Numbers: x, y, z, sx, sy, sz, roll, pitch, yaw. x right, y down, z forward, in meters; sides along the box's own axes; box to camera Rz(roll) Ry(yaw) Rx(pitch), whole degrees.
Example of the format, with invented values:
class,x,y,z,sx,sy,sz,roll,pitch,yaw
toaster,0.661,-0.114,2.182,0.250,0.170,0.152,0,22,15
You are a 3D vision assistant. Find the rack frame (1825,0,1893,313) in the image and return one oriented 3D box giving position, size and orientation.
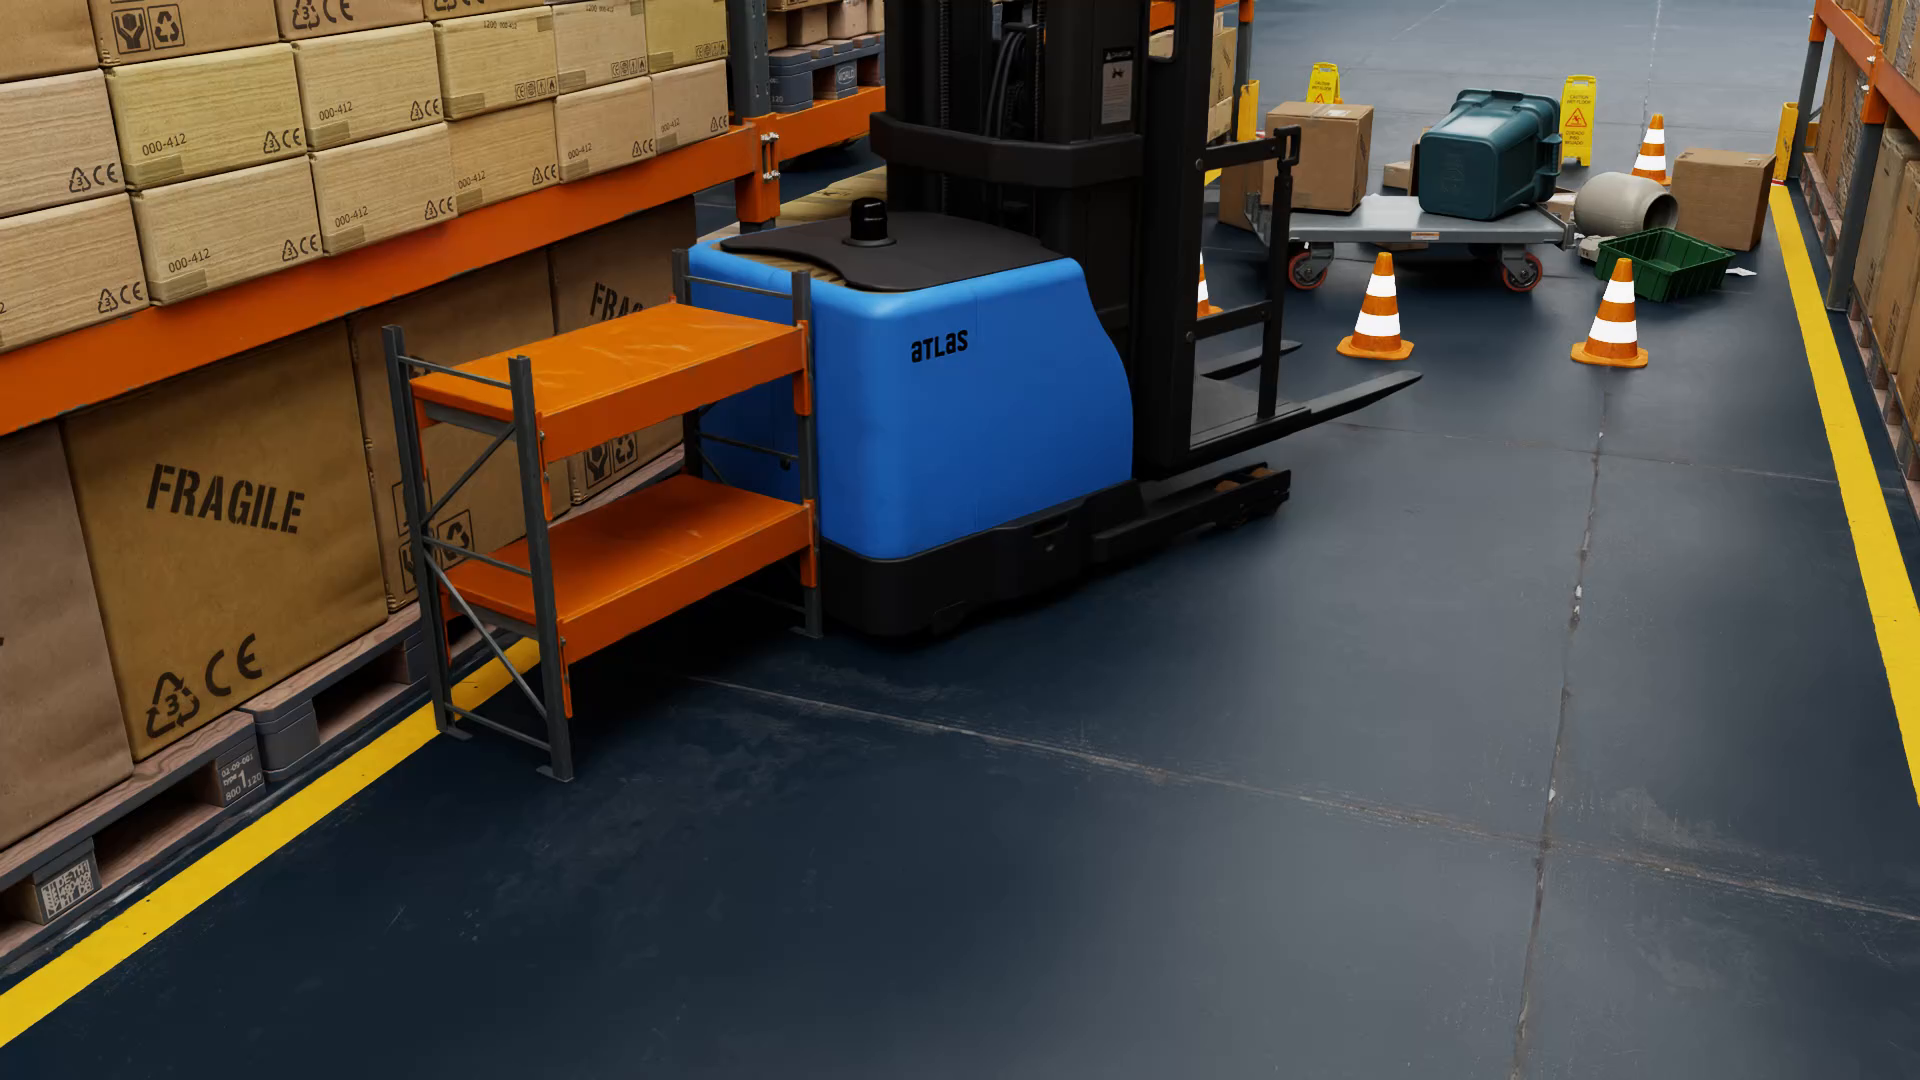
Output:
class,x,y,z,sx,sy,sz,roll,pitch,yaw
rack frame,4.952,-2.511,7.870,1.000,3.000,0.127,9,24,20

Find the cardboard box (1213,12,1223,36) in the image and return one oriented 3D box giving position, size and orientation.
class,x,y,z,sx,sy,sz,roll,pitch,yaw
cardboard box,1.675,-3.720,11.973,0.380,0.149,0.250,10,24,22

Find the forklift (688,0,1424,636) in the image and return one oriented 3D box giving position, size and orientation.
class,x,y,z,sx,sy,sz,roll,pitch,yaw
forklift,0.551,-1.528,5.604,3.031,2.935,1.130,-19,29,-38

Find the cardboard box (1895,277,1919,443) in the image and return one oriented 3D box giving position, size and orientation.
class,x,y,z,sx,sy,sz,roll,pitch,yaw
cardboard box,4.097,-0.754,6.037,1.050,0.750,0.750,9,24,21

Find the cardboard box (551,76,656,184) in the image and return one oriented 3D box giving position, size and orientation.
class,x,y,z,sx,sy,sz,roll,pitch,yaw
cardboard box,-1.289,-1.280,5.117,0.500,0.250,0.500,9,24,21

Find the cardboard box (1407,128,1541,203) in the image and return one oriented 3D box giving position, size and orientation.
class,x,y,z,sx,sy,sz,roll,pitch,yaw
cardboard box,3.163,-2.199,10.185,0.797,0.637,0.503,9,24,20

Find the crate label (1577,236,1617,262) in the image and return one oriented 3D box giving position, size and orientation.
class,x,y,z,sx,sy,sz,roll,pitch,yaw
crate label,3.713,-1.659,9.544,0.298,0.136,0.250,-7,24,-17

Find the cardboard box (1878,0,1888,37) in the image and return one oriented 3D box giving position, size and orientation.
class,x,y,z,sx,sy,sz,roll,pitch,yaw
cardboard box,5.078,-2.714,8.161,0.875,0.550,0.550,9,24,20

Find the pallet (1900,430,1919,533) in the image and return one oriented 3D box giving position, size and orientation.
class,x,y,z,sx,sy,sz,roll,pitch,yaw
pallet,3.829,-0.064,5.630,1.003,0.211,1.213,9,24,20

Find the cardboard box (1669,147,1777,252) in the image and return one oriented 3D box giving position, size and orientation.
class,x,y,z,sx,sy,sz,roll,pitch,yaw
cardboard box,4.576,-2.061,10.033,0.500,0.500,0.500,13,26,29

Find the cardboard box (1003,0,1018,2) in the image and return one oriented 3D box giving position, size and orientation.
class,x,y,z,sx,sy,sz,roll,pitch,yaw
cardboard box,0.116,-2.757,8.239,0.380,0.149,0.250,9,24,20

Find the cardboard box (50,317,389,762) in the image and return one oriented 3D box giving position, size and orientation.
class,x,y,z,sx,sy,sz,roll,pitch,yaw
cardboard box,-2.169,-0.092,4.290,0.875,0.875,0.875,10,24,22

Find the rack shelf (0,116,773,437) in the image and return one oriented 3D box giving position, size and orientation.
class,x,y,z,sx,sy,sz,roll,pitch,yaw
rack shelf,-1.910,-0.705,4.478,1.077,0.370,4.000,9,24,20

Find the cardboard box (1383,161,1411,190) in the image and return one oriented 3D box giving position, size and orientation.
class,x,y,z,sx,sy,sz,roll,pitch,yaw
cardboard box,3.193,-2.542,11.642,0.250,0.149,0.380,-17,28,-35

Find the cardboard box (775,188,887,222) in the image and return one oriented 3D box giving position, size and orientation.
class,x,y,z,sx,sy,sz,roll,pitch,yaw
cardboard box,-0.395,-1.470,8.242,0.950,0.372,0.625,10,25,22

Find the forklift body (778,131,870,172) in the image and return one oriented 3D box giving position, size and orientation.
class,x,y,z,sx,sy,sz,roll,pitch,yaw
forklift body,-1.816,-3.993,12.519,2.313,2.155,1.214,9,24,20

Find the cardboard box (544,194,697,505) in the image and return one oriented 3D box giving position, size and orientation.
class,x,y,z,sx,sy,sz,roll,pitch,yaw
cardboard box,-1.501,-0.730,5.818,0.875,0.875,0.875,9,24,20

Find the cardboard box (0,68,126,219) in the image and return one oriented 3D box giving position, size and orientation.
class,x,y,z,sx,sy,sz,roll,pitch,yaw
cardboard box,-2.060,-0.790,3.295,0.500,0.250,0.500,9,24,21

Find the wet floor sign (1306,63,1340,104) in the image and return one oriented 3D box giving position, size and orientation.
class,x,y,z,sx,sy,sz,roll,pitch,yaw
wet floor sign,2.868,-3.443,13.157,0.267,0.644,0.232,19,29,38

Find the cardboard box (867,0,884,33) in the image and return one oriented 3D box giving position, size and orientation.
class,x,y,z,sx,sy,sz,roll,pitch,yaw
cardboard box,-0.472,-2.203,6.913,0.380,0.149,0.250,9,24,20

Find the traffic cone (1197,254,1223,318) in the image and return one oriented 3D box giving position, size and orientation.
class,x,y,z,sx,sy,sz,roll,pitch,yaw
traffic cone,1.158,-1.369,8.427,0.336,0.463,0.334,9,24,20

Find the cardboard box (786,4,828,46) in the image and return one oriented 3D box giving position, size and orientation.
class,x,y,z,sx,sy,sz,roll,pitch,yaw
cardboard box,-0.738,-2.016,6.466,0.380,0.149,0.250,7,24,17

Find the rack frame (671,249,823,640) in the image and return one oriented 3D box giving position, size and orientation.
class,x,y,z,sx,sy,sz,roll,pitch,yaw
rack frame,-0.630,-0.276,4.951,0.500,1.125,0.032,15,27,32

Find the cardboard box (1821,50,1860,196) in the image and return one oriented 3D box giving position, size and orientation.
class,x,y,z,sx,sy,sz,roll,pitch,yaw
cardboard box,5.922,-2.589,10.267,0.875,0.875,0.875,8,24,19

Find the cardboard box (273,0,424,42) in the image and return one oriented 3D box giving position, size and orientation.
class,x,y,z,sx,sy,sz,roll,pitch,yaw
cardboard box,-1.685,-1.496,4.012,0.500,0.500,0.500,8,24,19

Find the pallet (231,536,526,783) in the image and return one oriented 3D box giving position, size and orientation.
class,x,y,z,sx,sy,sz,roll,pitch,yaw
pallet,-1.985,0.241,4.899,1.003,0.211,1.213,9,24,20

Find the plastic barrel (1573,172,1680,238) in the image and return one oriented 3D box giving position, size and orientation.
class,x,y,z,sx,sy,sz,roll,pitch,yaw
plastic barrel,3.949,-1.948,9.864,0.421,0.421,0.512,-12,25,-26

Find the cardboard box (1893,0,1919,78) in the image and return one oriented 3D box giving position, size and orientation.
class,x,y,z,sx,sy,sz,roll,pitch,yaw
cardboard box,4.320,-2.227,7.060,0.500,0.500,0.500,9,24,20

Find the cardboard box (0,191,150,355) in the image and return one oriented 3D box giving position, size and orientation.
class,x,y,z,sx,sy,sz,roll,pitch,yaw
cardboard box,-2.054,-0.557,3.385,0.500,0.250,0.500,8,24,19

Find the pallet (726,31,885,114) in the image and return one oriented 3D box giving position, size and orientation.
class,x,y,z,sx,sy,sz,roll,pitch,yaw
pallet,-1.001,-1.934,6.737,1.213,0.211,1.003,9,24,20

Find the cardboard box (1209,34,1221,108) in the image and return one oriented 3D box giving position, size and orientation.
class,x,y,z,sx,sy,sz,roll,pitch,yaw
cardboard box,1.558,-3.375,11.987,0.500,0.500,0.500,10,25,22

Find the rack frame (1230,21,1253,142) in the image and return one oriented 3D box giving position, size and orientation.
class,x,y,z,sx,sy,sz,roll,pitch,yaw
rack frame,1.804,-4.615,12.907,1.000,3.000,0.127,9,24,20

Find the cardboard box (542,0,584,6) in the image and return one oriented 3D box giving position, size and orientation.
class,x,y,z,sx,sy,sz,roll,pitch,yaw
cardboard box,-1.299,-1.852,4.866,0.500,0.500,0.500,9,24,21

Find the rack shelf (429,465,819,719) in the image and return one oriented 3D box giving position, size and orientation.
class,x,y,z,sx,sy,sz,roll,pitch,yaw
rack shelf,-0.919,0.111,4.659,0.538,0.278,1.000,15,27,32

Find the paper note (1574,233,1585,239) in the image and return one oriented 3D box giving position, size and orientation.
class,x,y,z,sx,sy,sz,roll,pitch,yaw
paper note,3.757,-1.885,10.234,0.172,0.023,0.155,19,29,38

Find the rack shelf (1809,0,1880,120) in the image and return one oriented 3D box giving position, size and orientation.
class,x,y,z,sx,sy,sz,roll,pitch,yaw
rack shelf,5.695,-2.895,9.722,1.077,0.370,4.000,9,24,20

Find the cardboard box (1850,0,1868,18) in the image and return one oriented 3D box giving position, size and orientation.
class,x,y,z,sx,sy,sz,roll,pitch,yaw
cardboard box,5.675,-3.294,9.551,0.875,0.550,0.500,9,24,20

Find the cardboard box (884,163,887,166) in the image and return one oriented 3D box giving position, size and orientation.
class,x,y,z,sx,sy,sz,roll,pitch,yaw
cardboard box,0.126,-1.977,9.455,0.950,0.372,0.625,9,24,21

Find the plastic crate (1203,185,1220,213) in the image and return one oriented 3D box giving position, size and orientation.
class,x,y,z,sx,sy,sz,roll,pitch,yaw
plastic crate,1.663,-2.281,11.107,0.402,0.080,0.583,1,23,2

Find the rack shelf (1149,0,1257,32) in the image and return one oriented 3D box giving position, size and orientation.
class,x,y,z,sx,sy,sz,roll,pitch,yaw
rack shelf,1.061,-3.567,11.332,1.077,0.370,4.000,9,24,20

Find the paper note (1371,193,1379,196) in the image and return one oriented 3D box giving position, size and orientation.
class,x,y,z,sx,sy,sz,roll,pitch,yaw
paper note,2.847,-2.334,11.313,0.148,0.019,0.142,19,29,38

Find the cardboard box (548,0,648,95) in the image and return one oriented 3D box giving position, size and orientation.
class,x,y,z,sx,sy,sz,roll,pitch,yaw
cardboard box,-1.298,-1.520,5.043,0.500,0.250,0.500,8,24,19

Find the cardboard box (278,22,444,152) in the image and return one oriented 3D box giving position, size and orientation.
class,x,y,z,sx,sy,sz,roll,pitch,yaw
cardboard box,-1.662,-1.148,4.153,0.500,0.250,0.500,8,24,18

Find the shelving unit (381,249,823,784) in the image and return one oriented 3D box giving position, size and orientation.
class,x,y,z,sx,sy,sz,roll,pitch,yaw
shelving unit,-0.919,-0.115,4.565,0.538,1.125,1.048,15,27,32

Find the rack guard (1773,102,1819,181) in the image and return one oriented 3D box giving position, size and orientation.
class,x,y,z,sx,sy,sz,roll,pitch,yaw
rack guard,6.447,-2.798,11.799,1.175,0.500,0.348,9,24,20

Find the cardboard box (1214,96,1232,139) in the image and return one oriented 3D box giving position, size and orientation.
class,x,y,z,sx,sy,sz,roll,pitch,yaw
cardboard box,1.745,-3.204,12.551,0.500,0.250,0.500,9,24,20

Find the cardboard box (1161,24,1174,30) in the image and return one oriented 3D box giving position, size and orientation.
class,x,y,z,sx,sy,sz,roll,pitch,yaw
cardboard box,1.479,-3.537,11.534,0.380,0.149,0.250,10,25,22

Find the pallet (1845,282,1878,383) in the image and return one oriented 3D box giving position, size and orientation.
class,x,y,z,sx,sy,sz,roll,pitch,yaw
pallet,4.735,-0.937,7.720,1.003,0.211,1.213,9,24,20

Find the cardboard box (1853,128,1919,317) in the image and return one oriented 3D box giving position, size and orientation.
class,x,y,z,sx,sy,sz,roll,pitch,yaw
cardboard box,4.805,-1.432,7.660,1.050,0.750,0.750,9,24,20

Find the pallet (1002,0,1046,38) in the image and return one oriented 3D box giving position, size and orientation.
class,x,y,z,sx,sy,sz,roll,pitch,yaw
pallet,-0.100,-2.842,8.912,1.003,0.211,1.213,9,24,20

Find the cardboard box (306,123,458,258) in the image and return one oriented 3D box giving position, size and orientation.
class,x,y,z,sx,sy,sz,roll,pitch,yaw
cardboard box,-1.654,-0.915,4.244,0.500,0.250,0.500,8,24,19

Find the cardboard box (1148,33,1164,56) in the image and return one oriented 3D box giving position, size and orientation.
class,x,y,z,sx,sy,sz,roll,pitch,yaw
cardboard box,1.080,-3.147,10.600,0.380,0.149,0.250,10,25,22

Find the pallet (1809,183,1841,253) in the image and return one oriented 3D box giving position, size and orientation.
class,x,y,z,sx,sy,sz,roll,pitch,yaw
pallet,5.759,-1.923,10.081,1.003,0.211,1.213,9,24,20

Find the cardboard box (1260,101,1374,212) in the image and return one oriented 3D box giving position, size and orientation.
class,x,y,z,sx,sy,sz,roll,pitch,yaw
cardboard box,1.982,-2.135,9.231,0.500,0.500,0.500,9,24,20

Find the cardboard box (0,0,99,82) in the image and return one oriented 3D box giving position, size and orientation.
class,x,y,z,sx,sy,sz,roll,pitch,yaw
cardboard box,-2.059,-1.131,3.138,0.500,0.500,0.500,9,24,20

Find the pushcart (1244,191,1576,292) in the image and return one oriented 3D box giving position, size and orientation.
class,x,y,z,sx,sy,sz,roll,pitch,yaw
pushcart,2.454,-1.665,9.247,1.648,0.377,0.936,1,23,2

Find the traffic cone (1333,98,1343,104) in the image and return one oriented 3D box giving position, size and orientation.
class,x,y,z,sx,sy,sz,roll,pitch,yaw
traffic cone,2.842,-3.106,12.585,0.336,0.463,0.334,9,24,20

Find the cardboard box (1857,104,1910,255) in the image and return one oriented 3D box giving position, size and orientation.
class,x,y,z,sx,sy,sz,roll,pitch,yaw
cardboard box,5.251,-1.939,8.713,0.875,0.875,0.875,9,24,21
